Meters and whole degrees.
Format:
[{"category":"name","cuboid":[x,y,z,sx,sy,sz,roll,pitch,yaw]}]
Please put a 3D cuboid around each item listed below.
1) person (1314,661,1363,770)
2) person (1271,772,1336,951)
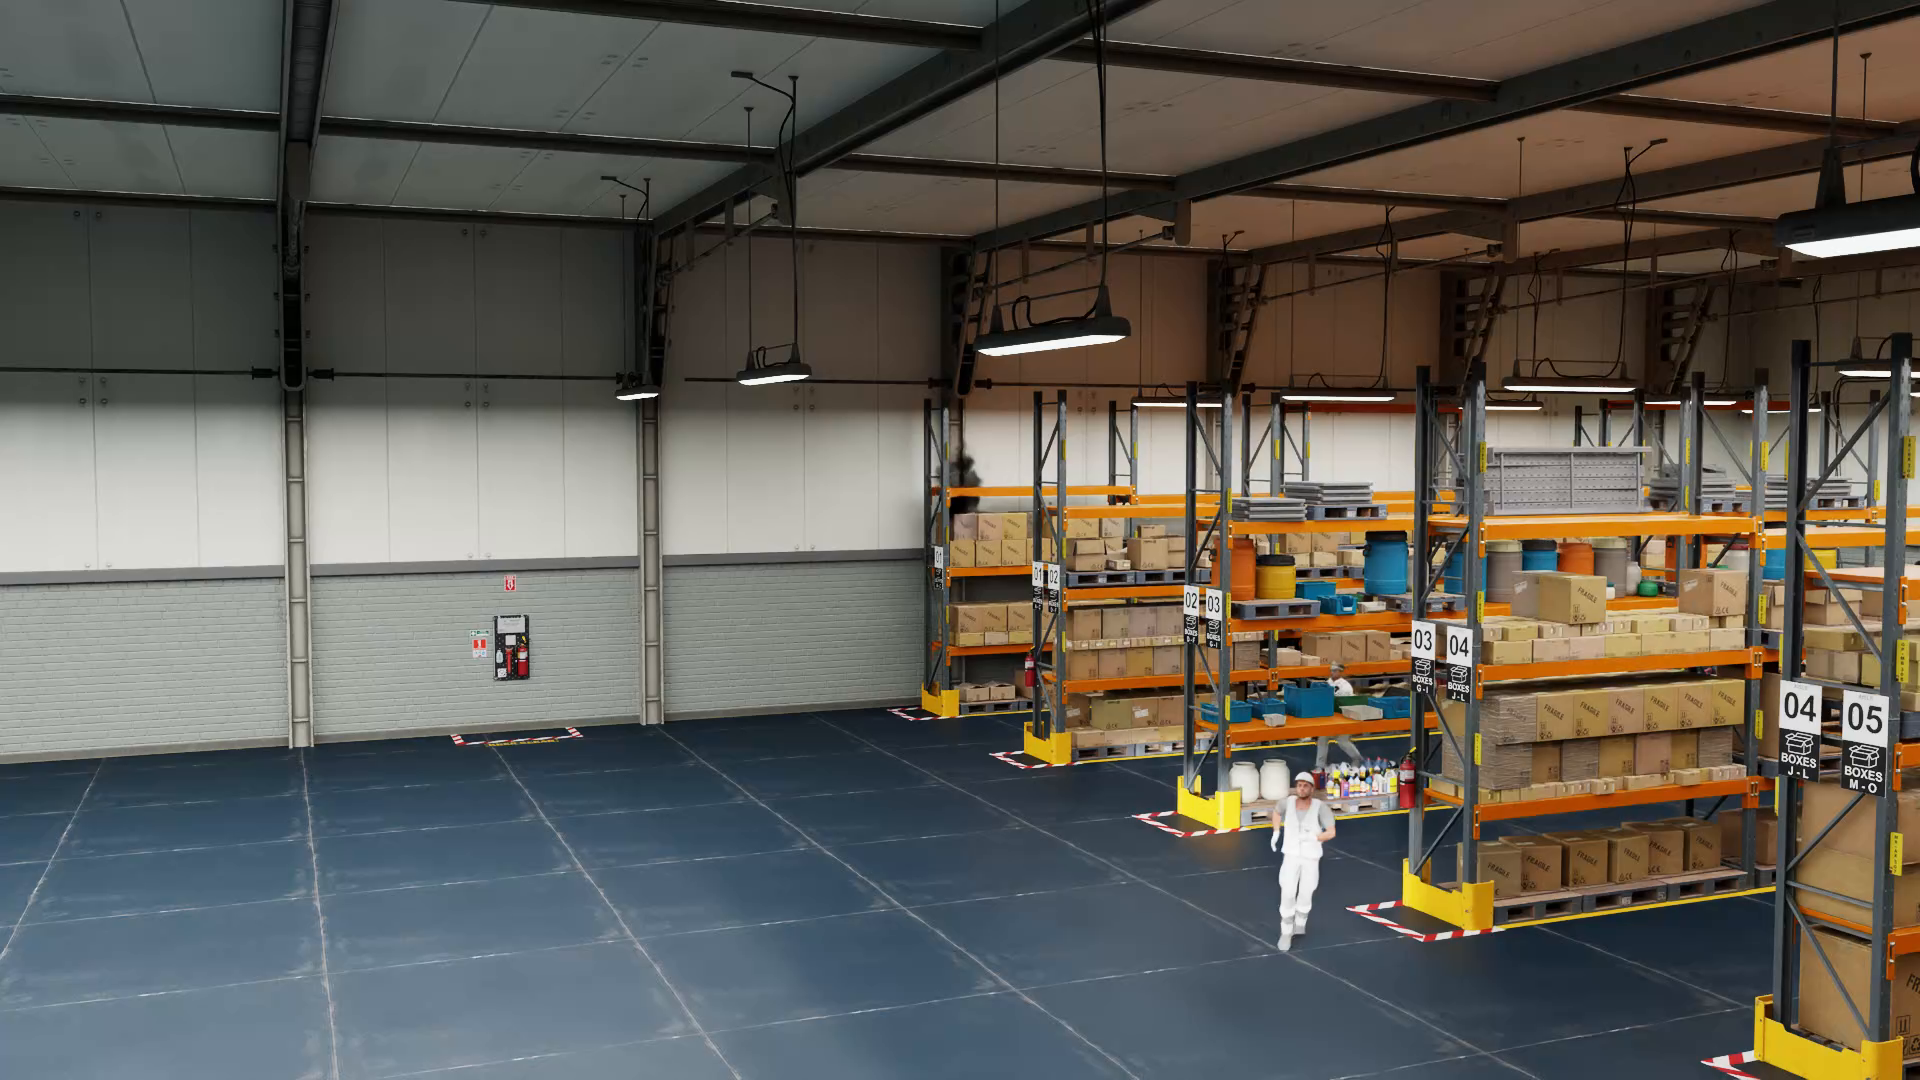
[{"category":"person","cuboid":[5.784,2.745,25.651,0.968,1.768,0.662,-2,4,-35]},{"category":"person","cuboid":[3.520,3.274,17.074,0.647,1.819,0.705,1,3,14]}]
